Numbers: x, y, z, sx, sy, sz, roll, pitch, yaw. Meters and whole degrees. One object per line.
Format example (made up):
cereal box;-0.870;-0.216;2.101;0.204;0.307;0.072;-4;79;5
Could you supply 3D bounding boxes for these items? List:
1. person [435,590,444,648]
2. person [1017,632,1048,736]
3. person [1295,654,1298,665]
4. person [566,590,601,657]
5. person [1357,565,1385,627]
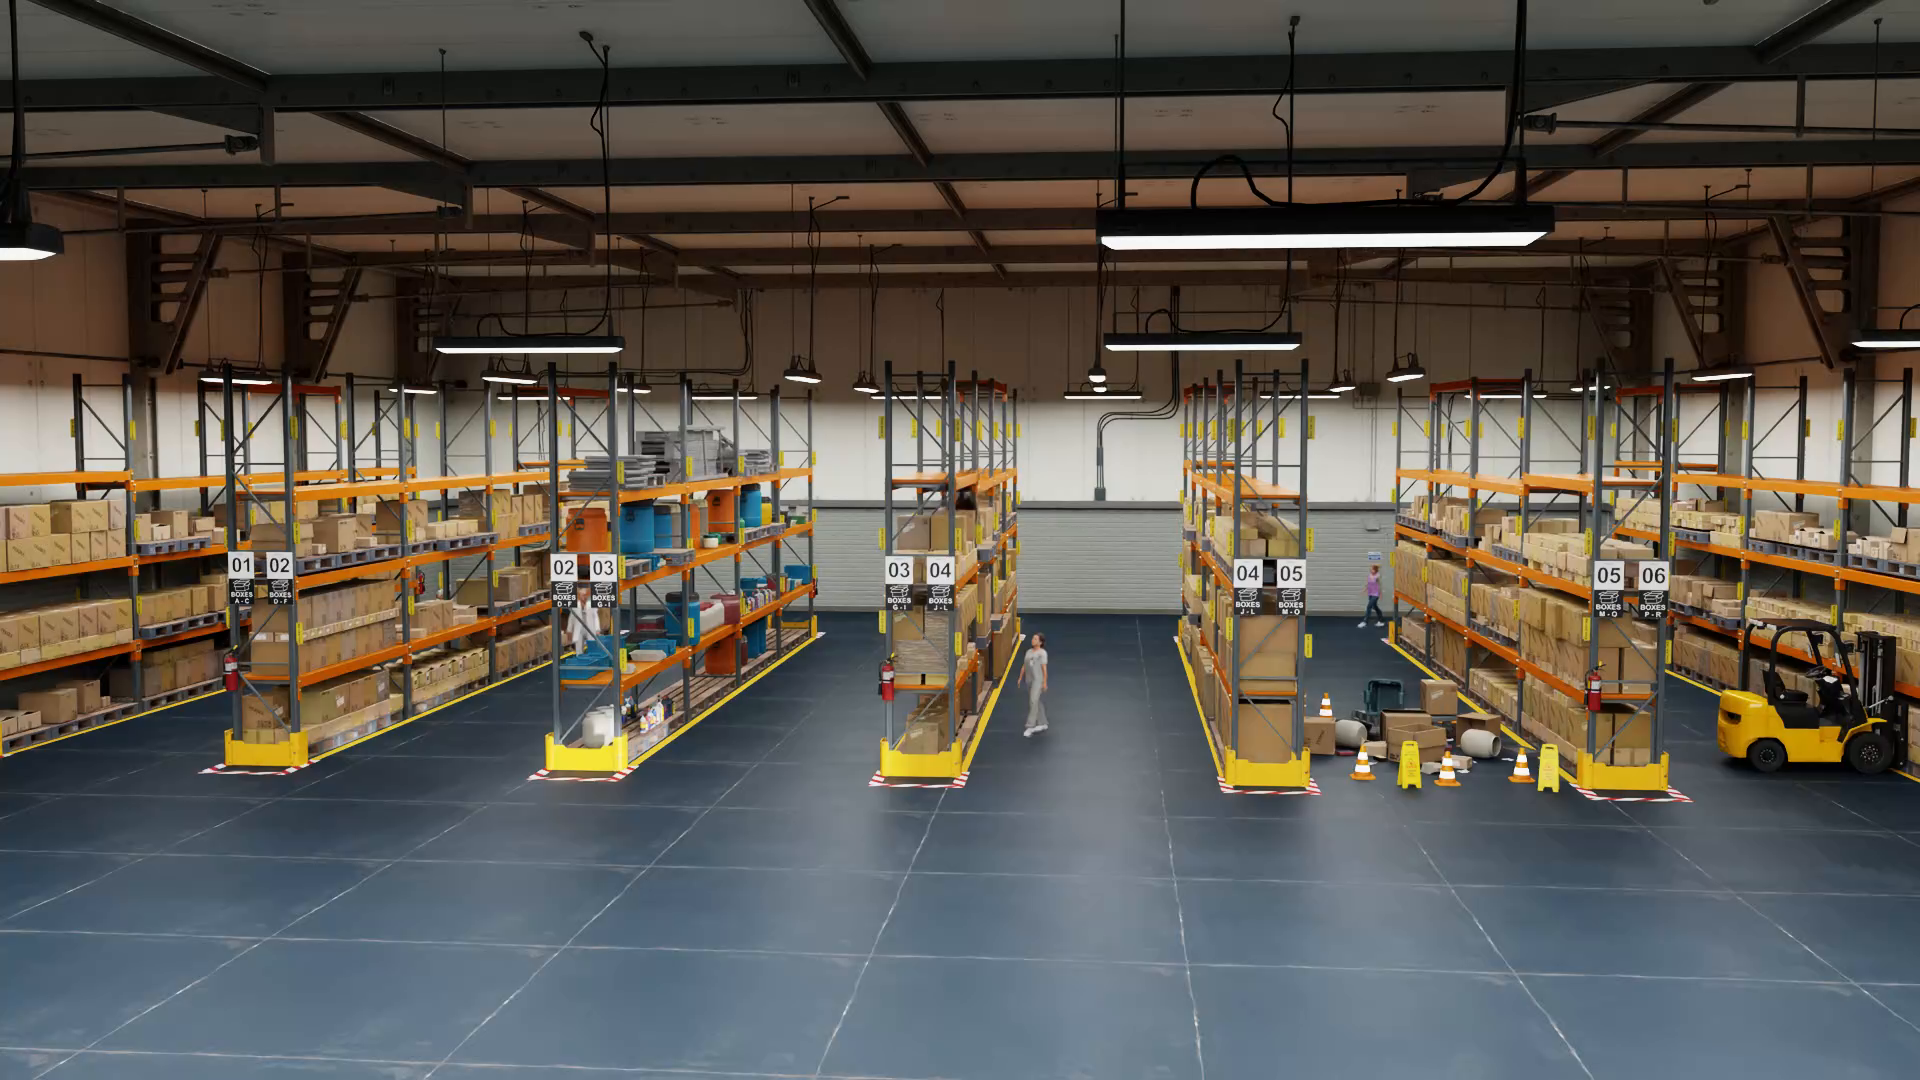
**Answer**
person;-11.056;1.862;35.456;0.490;1.623;0.929;1;4;11
person;1.186;2.367;27.486;0.500;1.655;0.748;3;5;42
person;7.138;1.823;35.519;0.367;1.694;0.527;1;4;11
person;-7.724;1.895;34.092;0.700;1.742;1.082;0;4;-7
person;10.423;1.416;42.228;0.867;1.560;0.389;-1;4;-15
